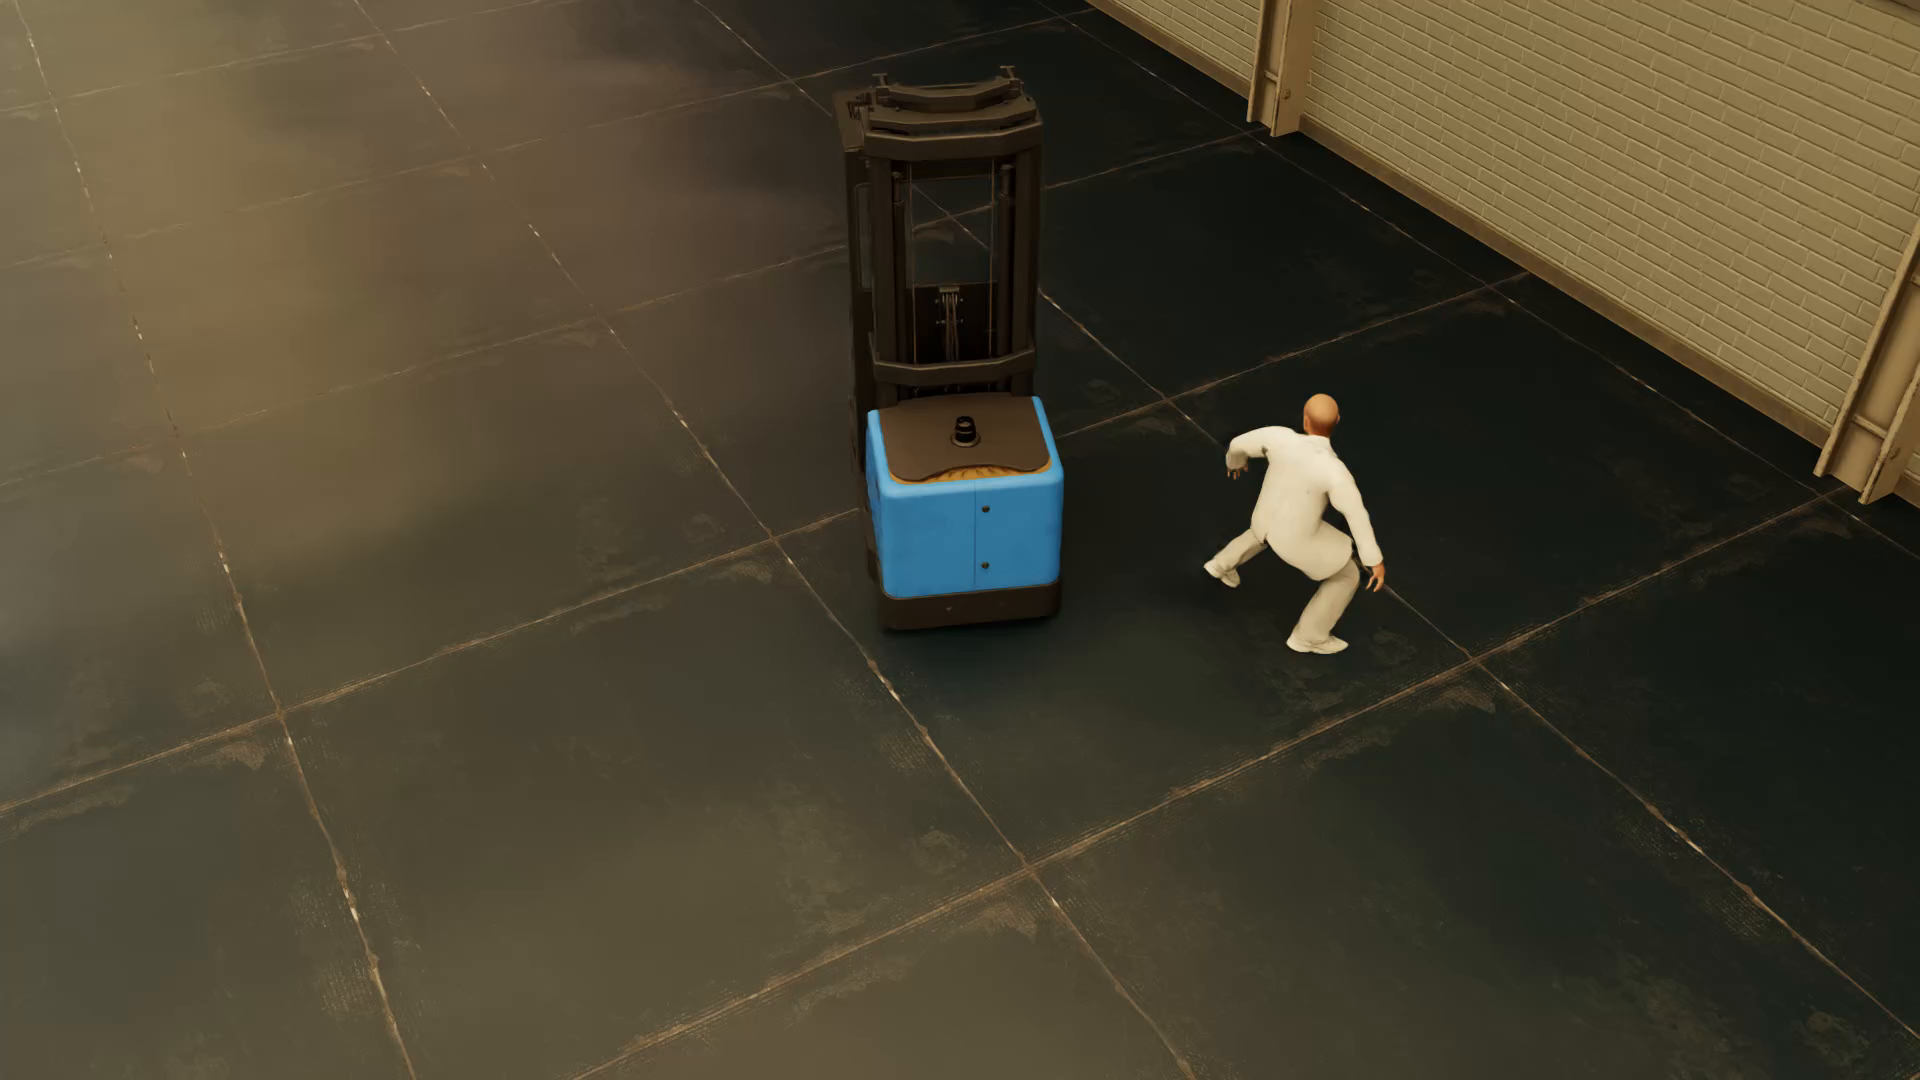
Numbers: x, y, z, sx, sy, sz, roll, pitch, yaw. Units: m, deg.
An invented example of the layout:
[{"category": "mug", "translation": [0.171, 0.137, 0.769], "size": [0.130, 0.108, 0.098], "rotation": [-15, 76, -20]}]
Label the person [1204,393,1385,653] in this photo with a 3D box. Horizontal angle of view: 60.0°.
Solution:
[{"category": "person", "translation": [1.885, -0.092, 9.203], "size": [0.542, 1.658, 1.120], "rotation": [-23, 45, -25]}]

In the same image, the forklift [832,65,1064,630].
[{"category": "forklift", "translation": [-0.132, -1.547, 9.902], "size": [1.130, 2.935, 3.031], "rotation": [-5, 40, -6]}]
